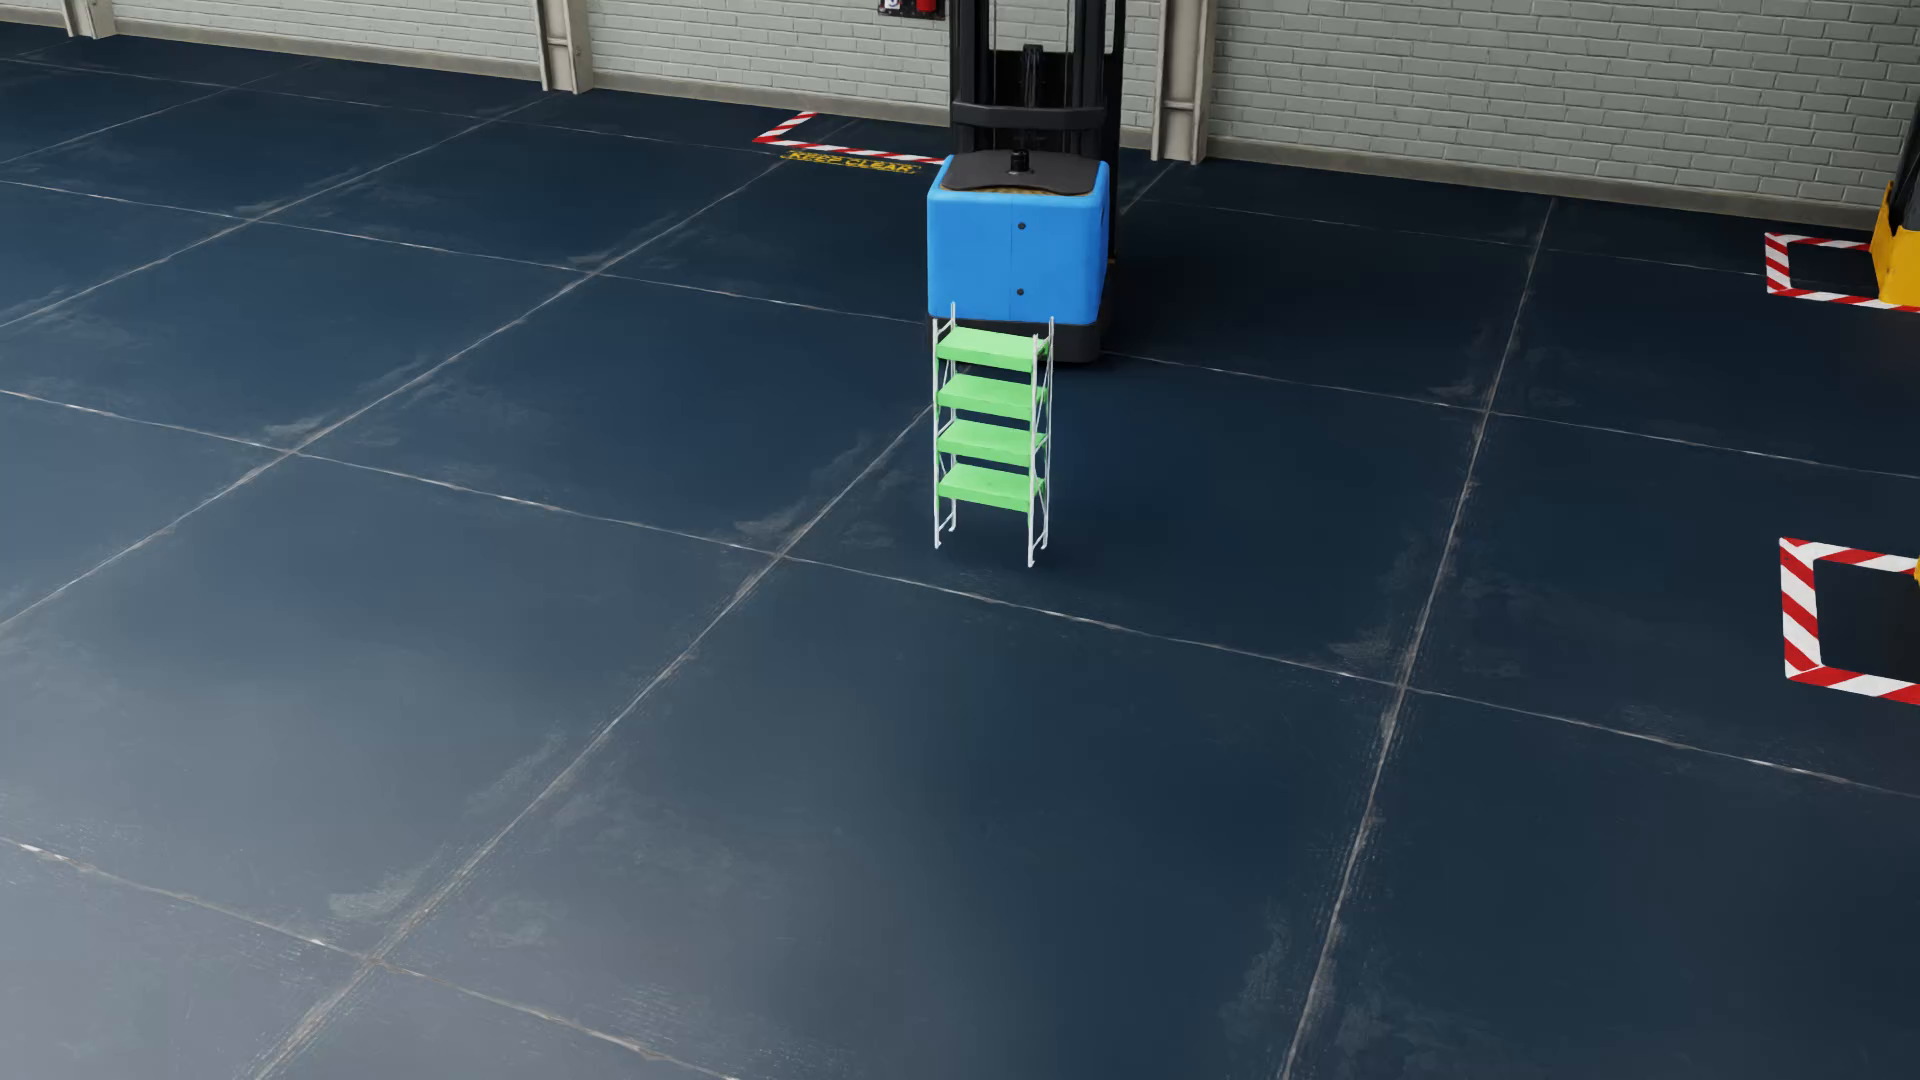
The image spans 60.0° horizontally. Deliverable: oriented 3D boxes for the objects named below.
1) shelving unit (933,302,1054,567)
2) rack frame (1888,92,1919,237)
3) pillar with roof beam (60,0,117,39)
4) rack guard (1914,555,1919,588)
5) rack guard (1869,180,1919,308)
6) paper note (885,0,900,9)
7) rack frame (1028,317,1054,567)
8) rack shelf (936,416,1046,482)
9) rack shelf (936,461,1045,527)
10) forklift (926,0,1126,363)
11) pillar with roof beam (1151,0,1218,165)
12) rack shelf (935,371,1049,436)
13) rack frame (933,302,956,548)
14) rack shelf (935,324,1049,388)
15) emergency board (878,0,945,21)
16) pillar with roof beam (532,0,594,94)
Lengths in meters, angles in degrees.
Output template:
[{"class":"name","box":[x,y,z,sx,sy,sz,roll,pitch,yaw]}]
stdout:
[{"class":"shelving unit","box":[0.153,-0.492,7.901,0.503,1.200,0.258,11,31,19]},{"class":"rack frame","box":[6.415,-3.131,10.742,0.127,3.000,1.000,11,31,19]},{"class":"pillar with roof beam","box":[-10.909,-7.375,12.153,0.400,9.000,9.100,11,31,19]},{"class":"rack guard","box":[4.533,0.212,7.367,0.348,0.500,1.175,11,31,19]},{"class":"rack guard","box":[6.485,-2.029,11.332,0.348,0.500,1.175,11,31,19]},{"class":"paper note","box":[-0.585,-4.662,14.344,0.142,0.148,0.016,11,31,19]},{"class":"rack frame","box":[0.379,-0.447,7.821,0.015,1.200,0.240,11,31,19]},{"class":"rack shelf","box":[0.153,-0.436,7.932,0.480,0.148,0.258,11,31,19]},{"class":"rack shelf","box":[0.153,-0.227,8.050,0.480,0.148,0.258,11,31,19]},{"class":"forklift","box":[0.513,-3.044,10.658,1.130,2.935,3.031,4,30,7]},{"class":"pillar with roof beam","box":[0.210,-5.155,8.225,0.400,9.000,9.100,11,31,19]},{"class":"rack shelf","box":[0.153,-0.645,7.814,0.480,0.148,0.258,11,31,19]},{"class":"rack frame","box":[-0.073,-0.537,7.980,0.015,1.200,0.240,11,31,19]},{"class":"rack shelf","box":[0.153,-0.854,7.696,0.480,0.148,0.258,11,31,19]},{"class":"emergency board","box":[-0.447,-4.981,14.014,0.643,1.169,0.194,11,31,19]},{"class":"pillar with roof beam","box":[-5.350,-6.265,10.189,0.400,9.000,9.100,11,31,19]}]
